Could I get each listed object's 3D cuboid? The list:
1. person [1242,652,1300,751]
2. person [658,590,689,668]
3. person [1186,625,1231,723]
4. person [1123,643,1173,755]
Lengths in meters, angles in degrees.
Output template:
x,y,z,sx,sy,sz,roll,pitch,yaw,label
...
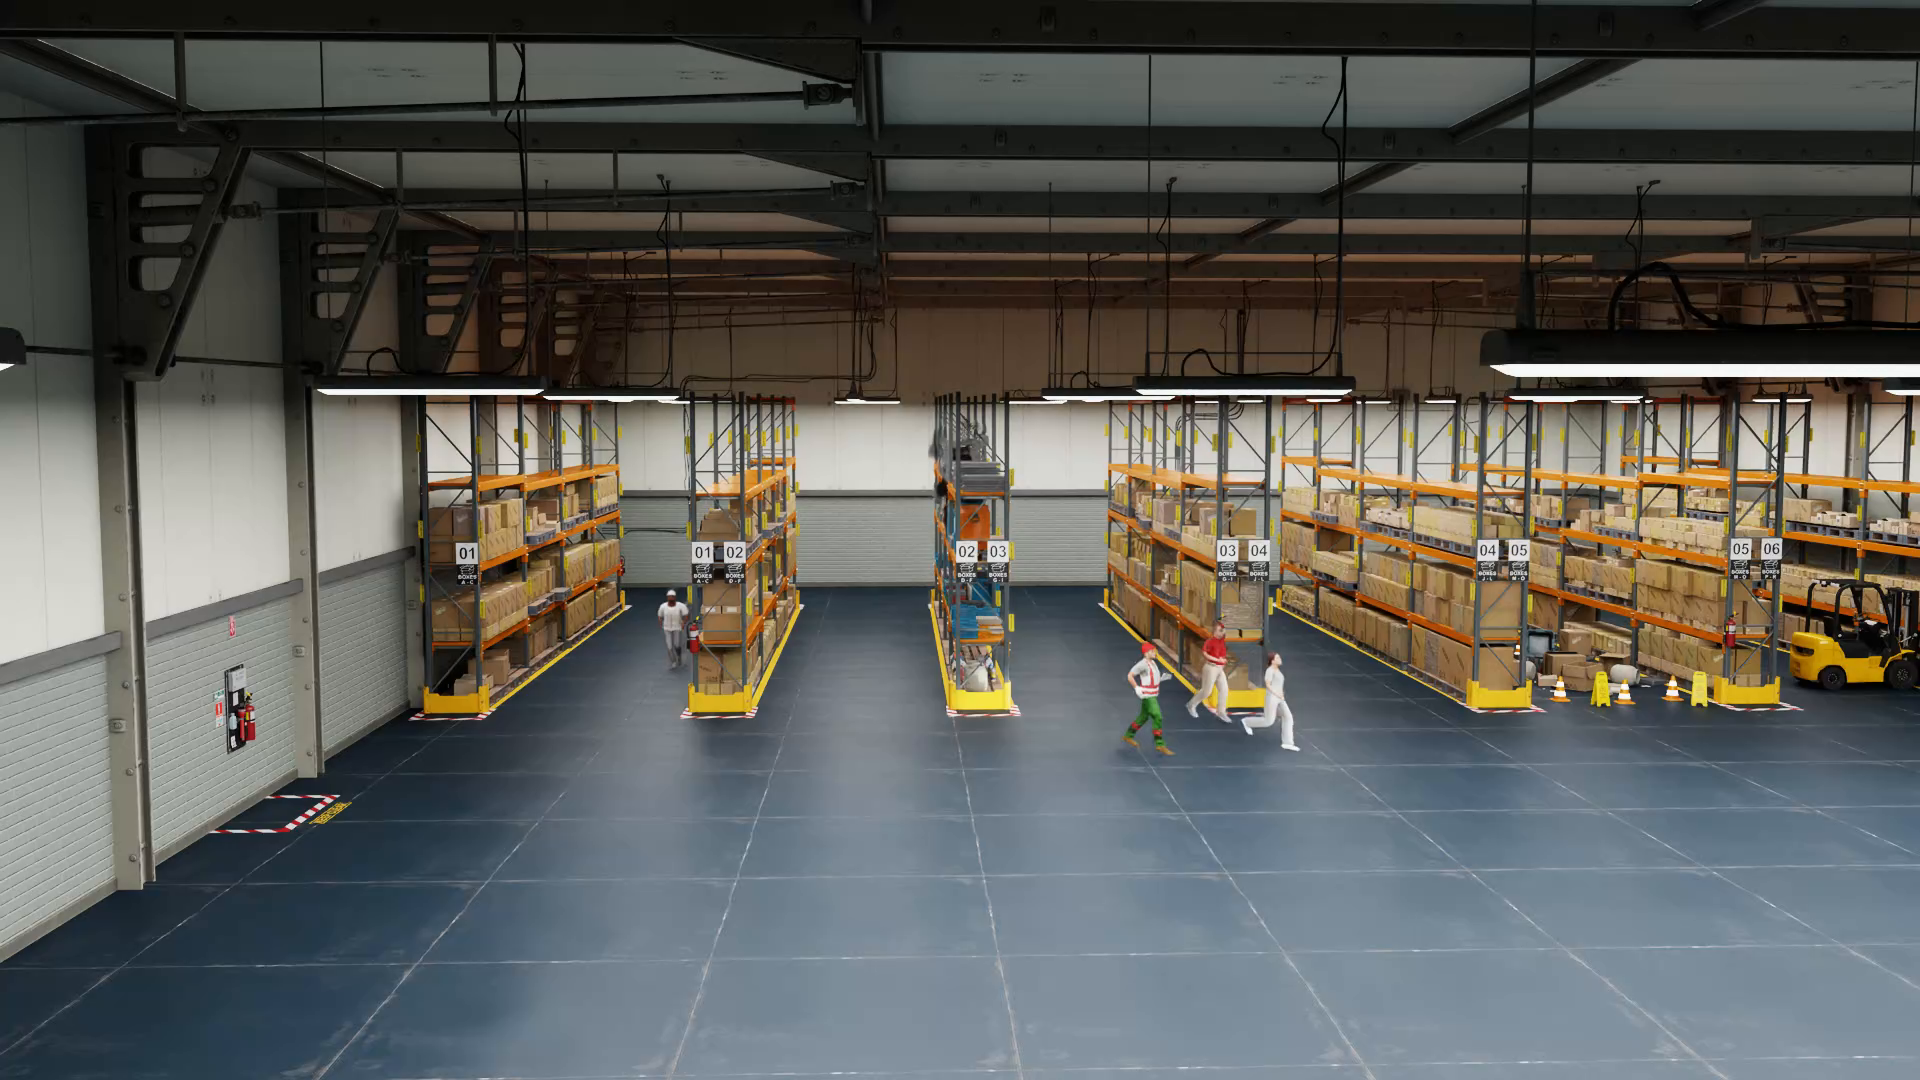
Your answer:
x,y,z,sx,sy,sz,roll,pitch,yaw,label
5.230,2.693,27.911,0.996,1.652,0.547,3,5,33,person
-6.264,1.953,36.240,0.674,1.721,0.569,0,5,1,person
4.644,2.425,30.469,0.913,1.742,0.685,4,6,41,person
3.123,2.606,27.485,0.886,1.817,0.655,2,5,22,person
